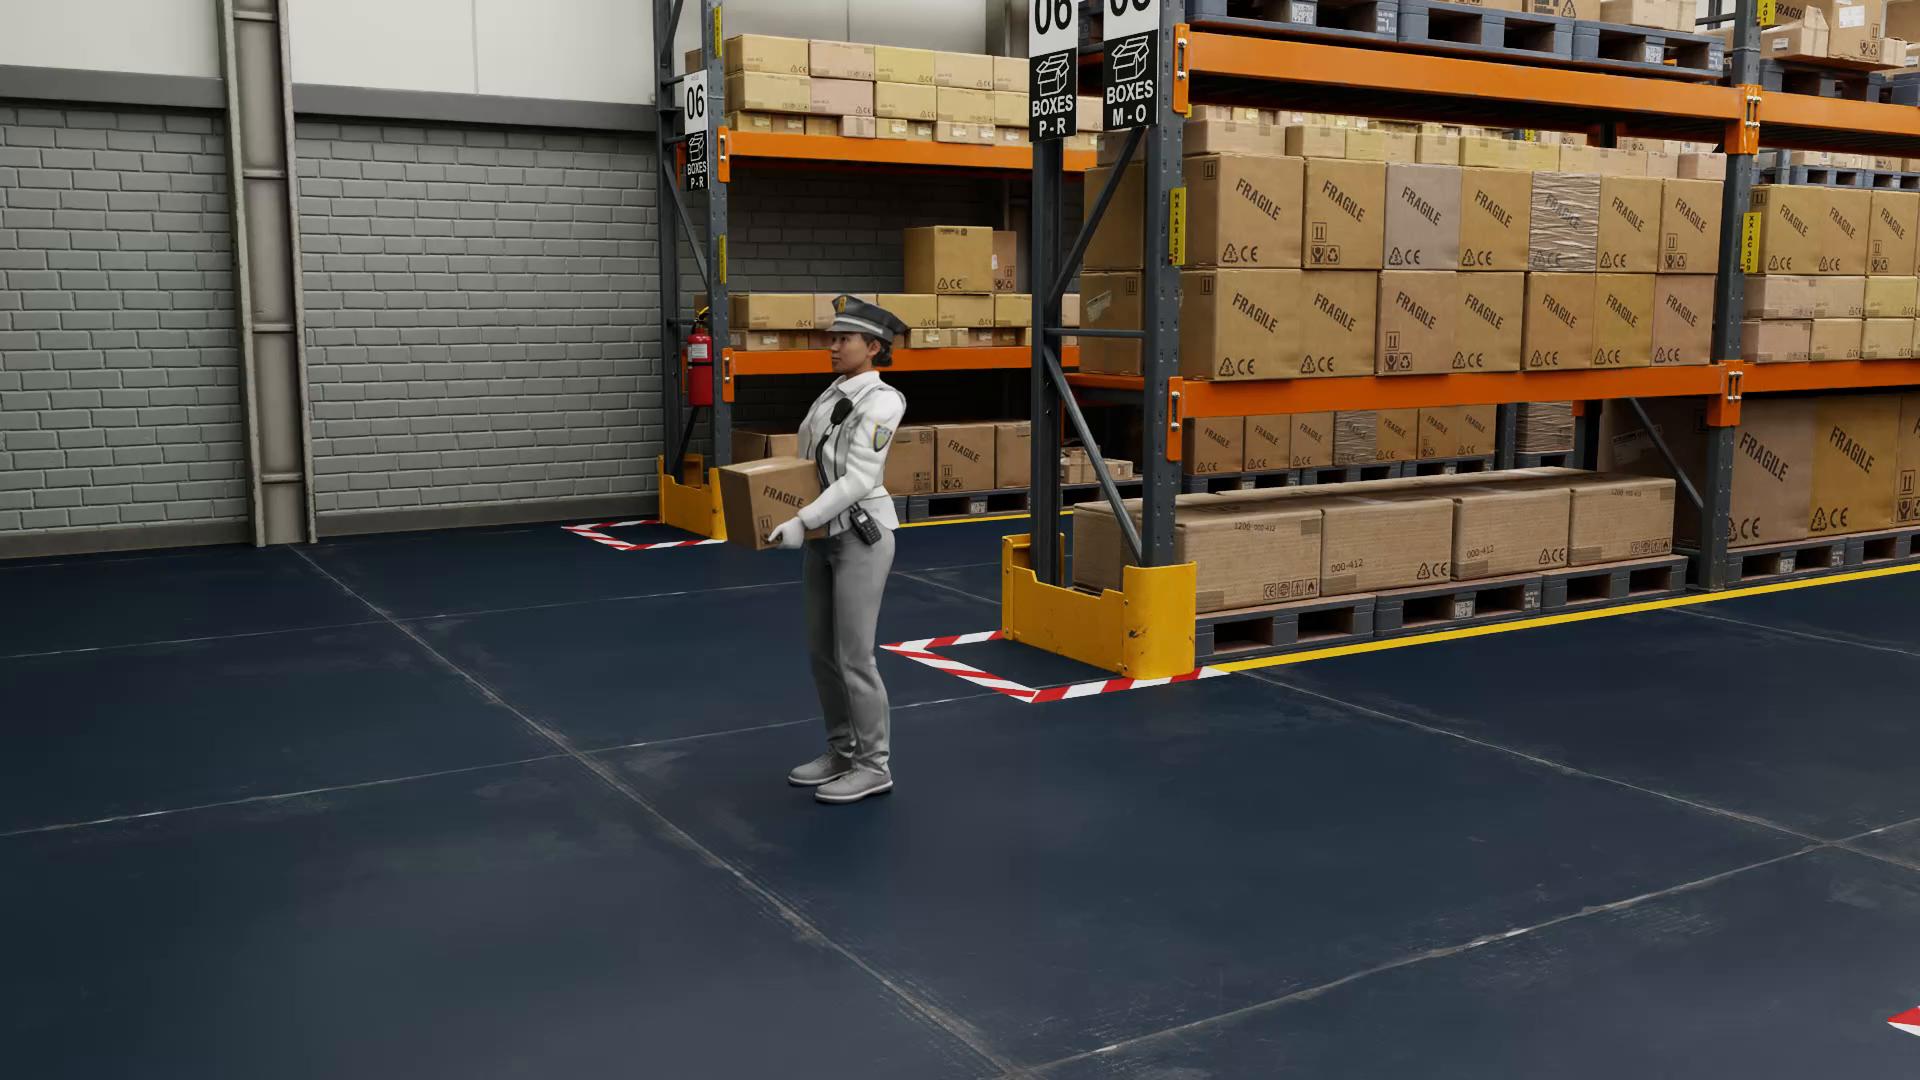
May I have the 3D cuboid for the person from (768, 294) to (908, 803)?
[{"bbox_3d":[-0.448,0.026,5.597,0.547,1.681,0.455,-5,10,-30],"label":"person"}]
